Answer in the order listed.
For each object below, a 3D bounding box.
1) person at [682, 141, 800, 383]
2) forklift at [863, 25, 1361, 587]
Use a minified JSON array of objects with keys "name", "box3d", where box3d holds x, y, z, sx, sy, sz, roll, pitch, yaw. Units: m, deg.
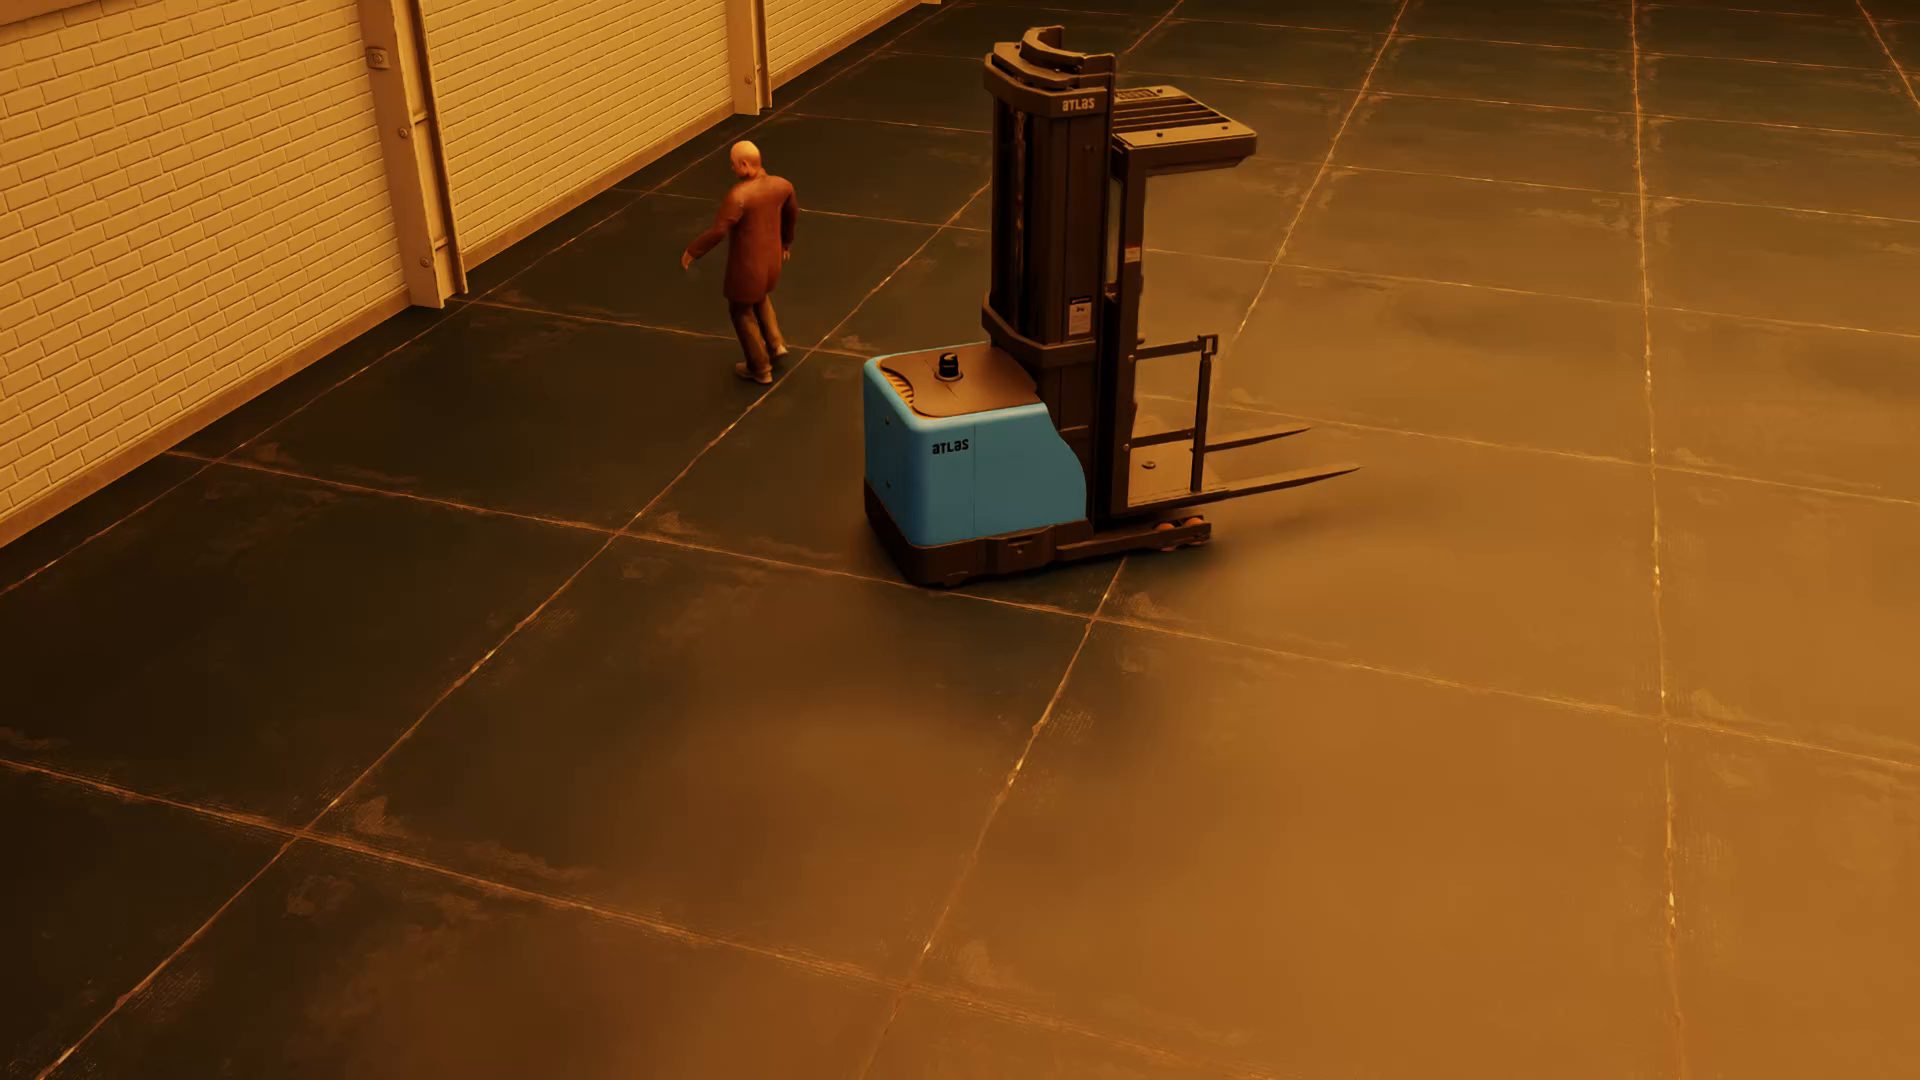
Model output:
[{"name":"person","box3d":[-1.508,-1.958,11.804,0.917,1.792,0.486,-25,38,-36]},{"name":"forklift","box3d":[0.985,-1.441,9.664,3.031,2.935,1.130,-10,31,-17]}]
